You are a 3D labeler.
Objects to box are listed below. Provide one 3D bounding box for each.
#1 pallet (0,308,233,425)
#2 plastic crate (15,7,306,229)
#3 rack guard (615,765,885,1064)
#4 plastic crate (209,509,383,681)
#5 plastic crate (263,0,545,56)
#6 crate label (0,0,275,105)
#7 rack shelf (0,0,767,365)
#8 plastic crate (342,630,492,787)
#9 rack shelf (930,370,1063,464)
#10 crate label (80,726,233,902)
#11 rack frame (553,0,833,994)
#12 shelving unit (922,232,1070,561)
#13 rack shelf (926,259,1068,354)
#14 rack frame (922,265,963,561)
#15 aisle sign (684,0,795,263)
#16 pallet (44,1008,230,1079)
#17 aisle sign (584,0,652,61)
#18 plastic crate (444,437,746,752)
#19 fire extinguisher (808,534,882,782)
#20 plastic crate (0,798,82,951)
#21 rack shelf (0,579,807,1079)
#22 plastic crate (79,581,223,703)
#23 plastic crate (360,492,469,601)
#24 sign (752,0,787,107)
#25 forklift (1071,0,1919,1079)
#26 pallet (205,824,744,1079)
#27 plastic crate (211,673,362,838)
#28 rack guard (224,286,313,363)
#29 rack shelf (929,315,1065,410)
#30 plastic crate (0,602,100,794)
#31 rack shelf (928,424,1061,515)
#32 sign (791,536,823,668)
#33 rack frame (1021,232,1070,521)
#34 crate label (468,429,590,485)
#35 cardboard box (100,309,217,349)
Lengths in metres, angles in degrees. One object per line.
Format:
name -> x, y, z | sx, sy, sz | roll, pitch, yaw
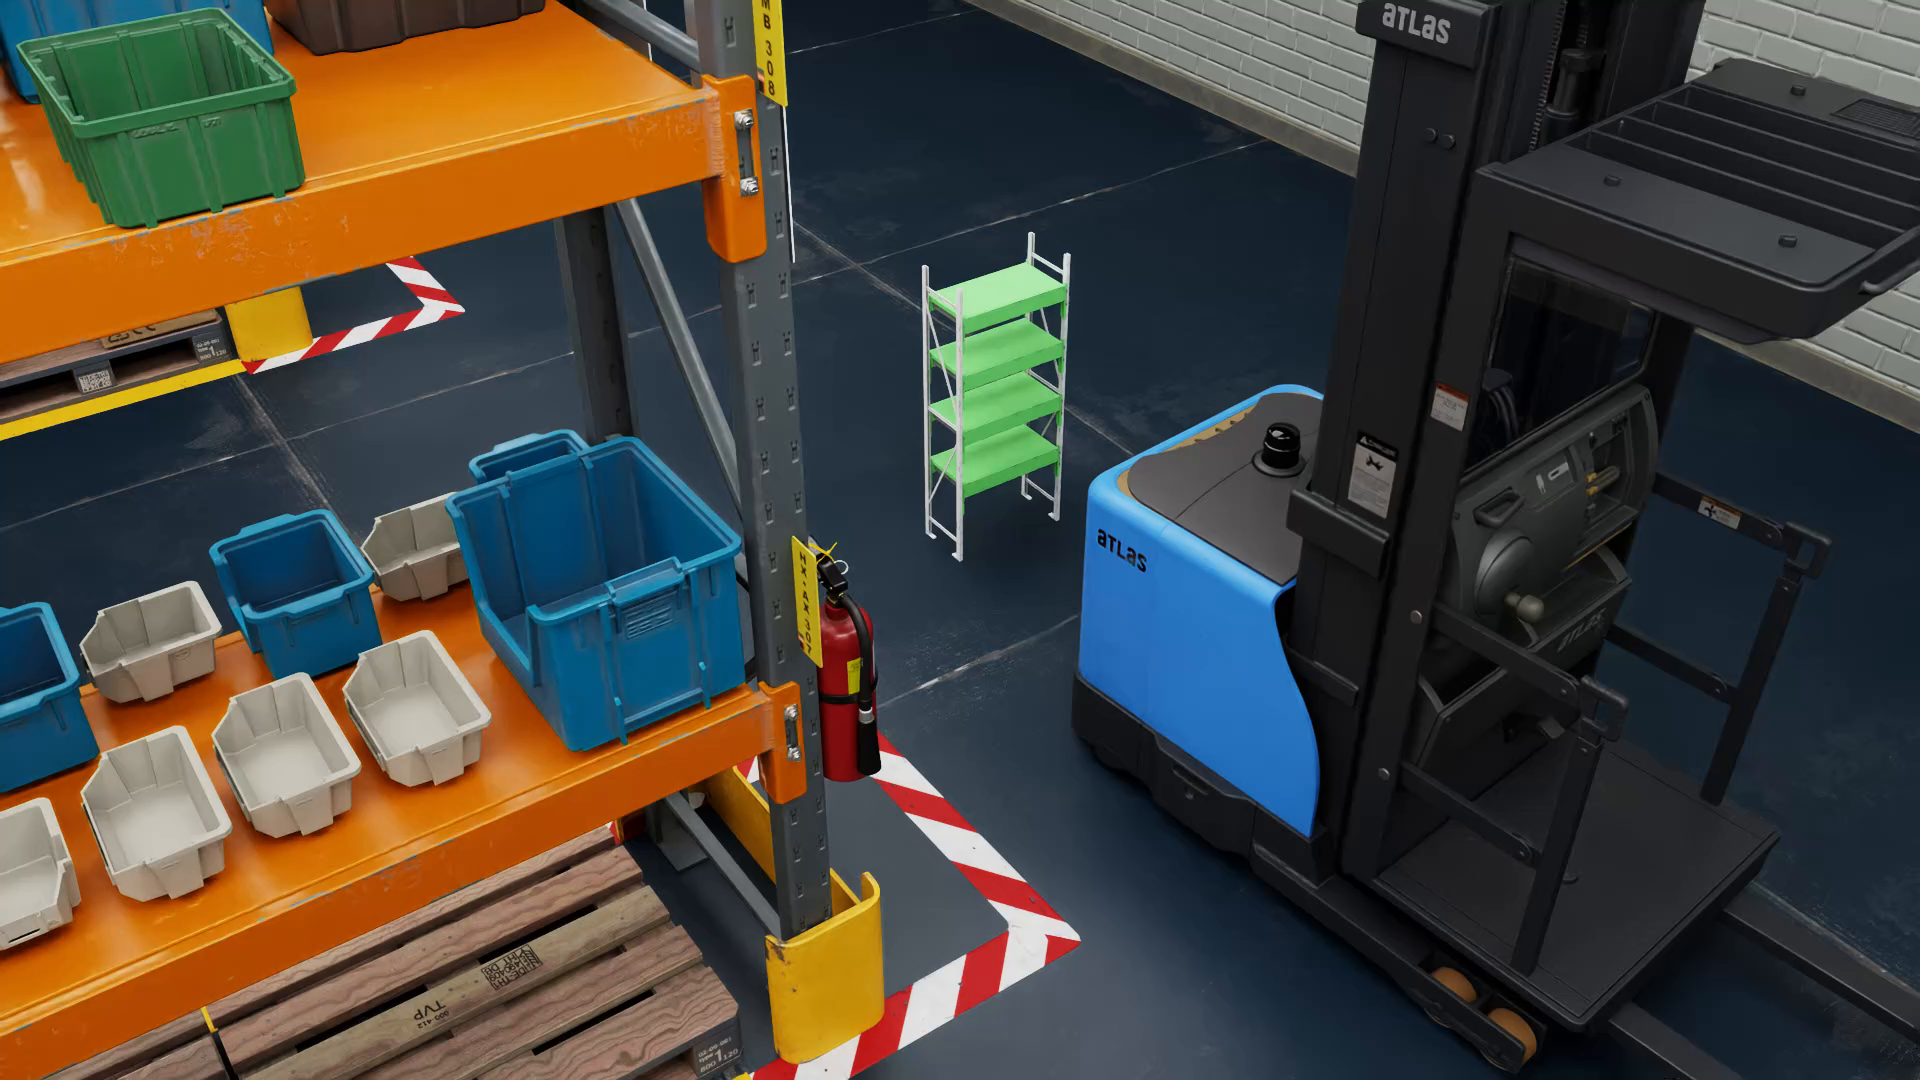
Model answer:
pallet -> -4.246, -0.984, 7.938 | 1.213, 0.211, 1.003 | -22, 41, -28
plastic crate -> -1.324, -0.709, 2.779 | 0.336, 0.188, 0.450 | -22, 41, -28
rack guard -> -0.670, 0.955, 4.993 | 0.348, 0.500, 1.175 | -22, 41, -28
plastic crate -> -1.612, 0.146, 4.070 | 0.300, 0.233, 0.416 | -22, 41, -28
plastic crate -> -1.158, -1.213, 3.411 | 0.590, 0.269, 0.497 | -22, 41, -28
crate label -> -1.623, -1.046, 3.194 | 0.502, 0.251, 0.408 | -22, 41, -28
rack shelf -> -2.317, -0.298, 2.643 | 4.000, 0.370, 1.077 | -22, 41, -28
plastic crate -> -1.245, 0.398, 3.802 | 0.243, 0.136, 0.396 | -22, 41, -28
rack shelf -> 0.135, -0.491, 6.514 | 0.480, 0.148, 0.258 | -22, 41, -28
crate label -> -1.704, 0.594, 3.529 | 0.243, 0.136, 0.396 | -22, 41, -28
rack frame -> -0.683, -0.045, 4.244 | 0.127, 3.000, 1.000 | -22, 41, -28
shelving unit -> 0.135, -0.543, 6.477 | 0.503, 1.200, 0.258 | -22, 41, -28
rack shelf -> 0.135, -0.881, 6.234 | 0.480, 0.148, 0.258 | -22, 41, -28
rack frame -> -0.064, -0.461, 6.363 | 0.015, 1.200, 0.240 | -22, 41, -28
aisle sign -> -0.455, -0.985, 3.324 | 0.004, 0.787, 0.394 | -22, 41, -28
pallet -> -2.375, 1.754, 4.131 | 1.213, 0.211, 1.003 | -22, 41, -28
aisle sign -> -0.795, -1.266, 3.715 | 0.004, 0.787, 0.394 | -22, 41, -28
plastic crate -> -0.849, 0.118, 3.935 | 0.499, 0.435, 0.616 | -22, 41, -28
fire extinguisher -> -0.298, 0.304, 4.144 | 0.183, 0.674, 0.296 | -22, 41, -28
plastic crate -> -1.935, 0.703, 3.378 | 0.250, 0.136, 0.298 | -22, 41, -28
rack shelf -> -2.317, 0.920, 3.518 | 4.000, 0.370, 1.077 | -22, 41, -28
plastic crate -> -1.938, 0.260, 3.994 | 0.298, 0.136, 0.250 | -22, 41, -28
plastic crate -> -1.384, 0.032, 4.311 | 0.298, 0.136, 0.250 | -22, 41, -28
sign -> -0.352, -0.963, 3.041 | 0.005, 0.325, 0.100 | -22, 41, -28
forklift -> 1.726, -0.039, 4.294 | 1.130, 2.935, 3.031 | -27, 44, -32
pallet -> -1.379, 1.346, 4.698 | 1.213, 0.211, 1.003 | -22, 41, -28
plastic crate -> -1.490, 0.489, 3.676 | 0.243, 0.136, 0.396 | -22, 41, -28
rack guard -> -3.595, -1.370, 8.227 | 0.348, 0.500, 1.175 | -22, 41, -28
rack shelf -> 0.135, -0.686, 6.374 | 0.480, 0.148, 0.258 | -22, 41, -28
plastic crate -> -2.150, 0.367, 3.762 | 0.300, 0.233, 0.416 | -22, 41, -28
rack shelf -> 0.135, -0.296, 6.655 | 0.480, 0.148, 0.258 | -22, 41, -28
sign -> -0.352, 0.146, 3.839 | 0.005, 0.325, 0.100 | -22, 41, -28
rack frame -> 0.335, -0.625, 6.591 | 0.015, 1.200, 0.240 | -22, 41, -28
crate label -> -1.074, -0.076, 4.378 | 0.303, 0.233, 0.416 | -22, 41, -28
cardboard box -> -3.836, -1.274, 7.716 | 0.500, 0.500, 0.500 | -22, 41, -28
